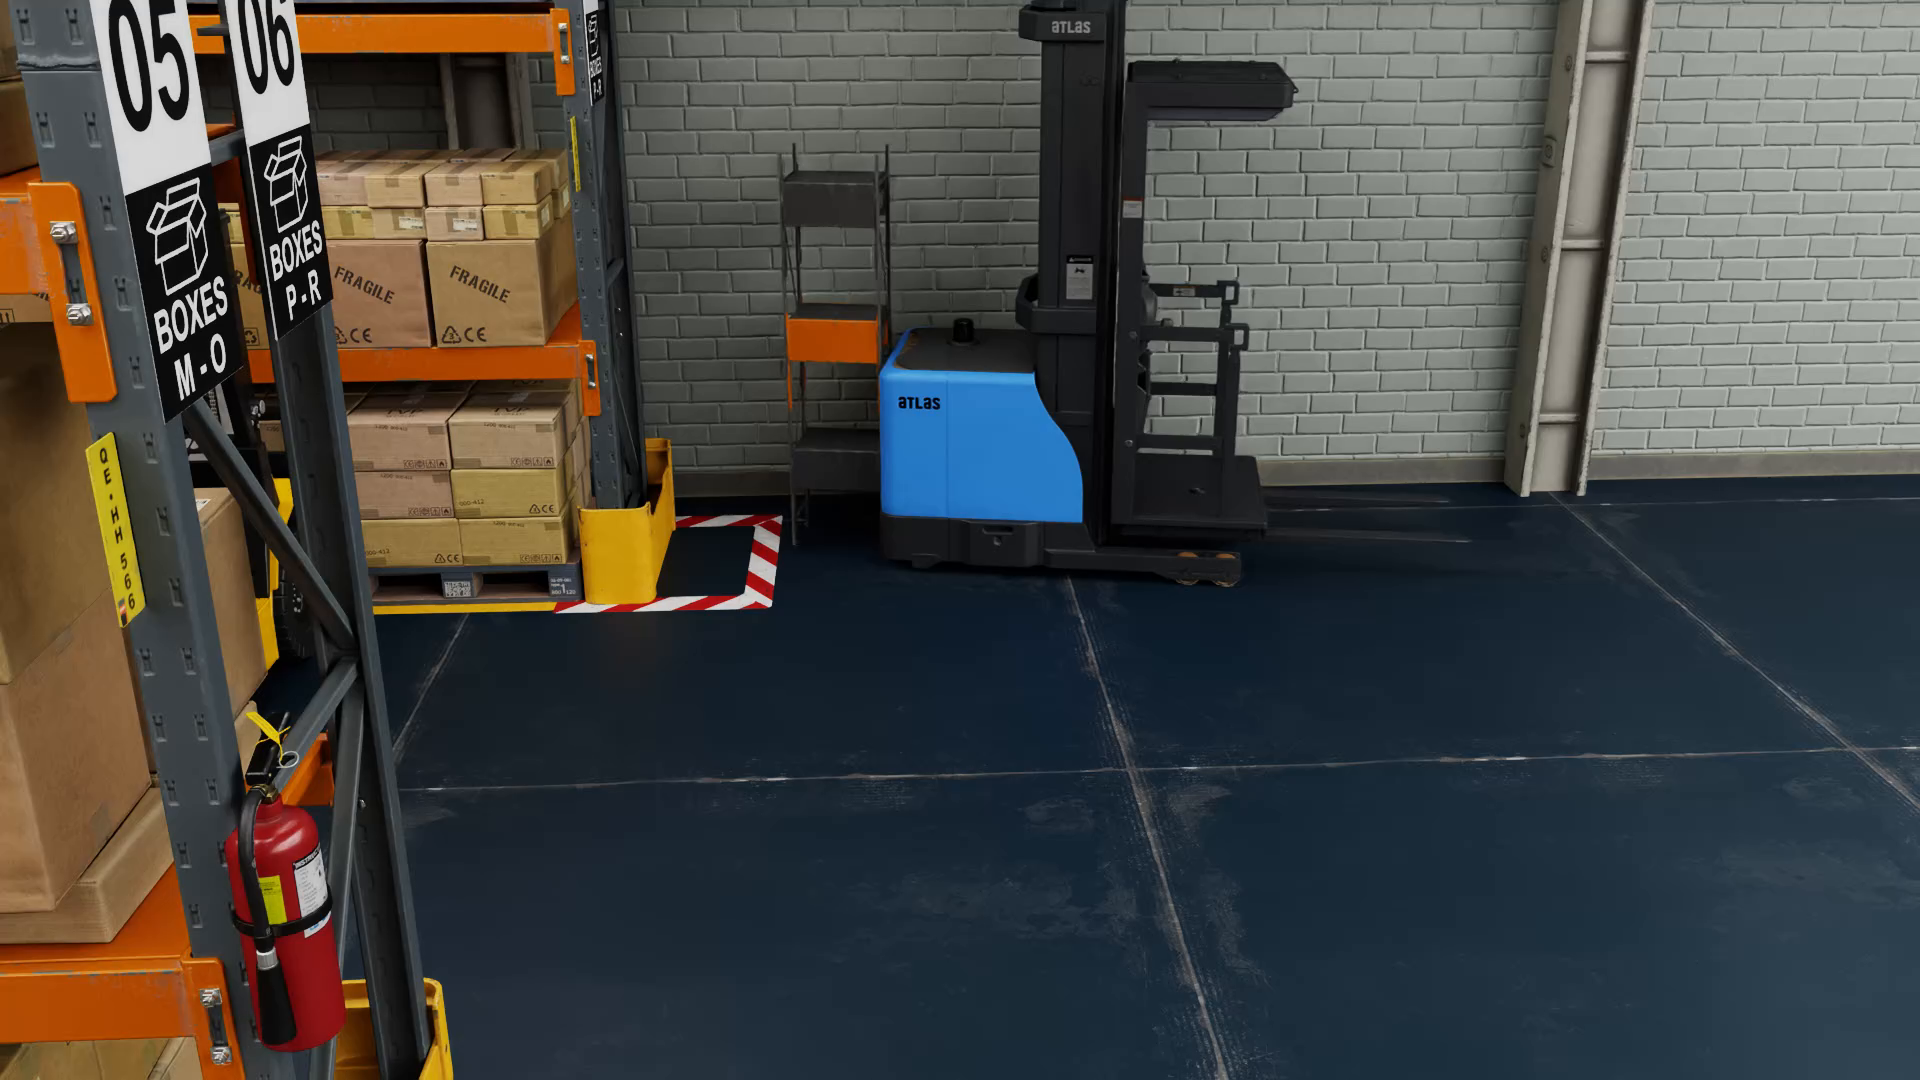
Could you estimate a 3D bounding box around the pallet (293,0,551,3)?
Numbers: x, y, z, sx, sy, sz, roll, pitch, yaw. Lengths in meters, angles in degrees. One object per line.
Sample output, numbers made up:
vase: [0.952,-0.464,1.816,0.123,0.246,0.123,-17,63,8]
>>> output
pallet: [-2.465,-2.643,7.757,1.213,0.211,1.003,-1,21,-3]

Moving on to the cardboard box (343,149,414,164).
cardboard box: [-2.879,-1.843,8.275,0.250,0.149,0.380,-1,21,-3]

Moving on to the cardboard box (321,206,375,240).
cardboard box: [-2.852,-1.531,7.875,0.250,0.149,0.380,-1,21,-3]

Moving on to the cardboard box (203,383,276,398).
cardboard box: [-3.759,-0.698,8.608,0.500,0.250,0.500,-2,21,-4]

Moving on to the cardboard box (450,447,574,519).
cardboard box: [-2.226,-0.312,8.296,0.500,0.250,0.500,-1,21,-4]

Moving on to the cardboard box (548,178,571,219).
cardboard box: [-2.111,-1.723,8.379,0.250,0.149,0.380,-2,21,-4]

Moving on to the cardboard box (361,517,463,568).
cardboard box: [-2.706,-0.071,8.365,0.500,0.250,0.500,-1,21,-3]

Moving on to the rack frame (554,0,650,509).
rack frame: [-1.758,-1.288,8.288,0.127,3.000,1.000,-1,21,-3]

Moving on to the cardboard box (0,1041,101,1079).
cardboard box: [-2.255,1.322,3.652,0.500,0.500,0.500,-1,21,-3]

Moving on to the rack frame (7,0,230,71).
rack frame: [-1.470,-2.329,2.590,0.127,3.000,1.000,-1,21,-3]

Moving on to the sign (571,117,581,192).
sign: [-1.740,-1.747,7.533,0.005,0.325,0.100,-1,21,-3]

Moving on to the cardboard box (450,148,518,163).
cardboard box: [-2.374,-1.863,8.328,0.250,0.149,0.380,0,21,-1]

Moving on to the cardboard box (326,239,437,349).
cardboard box: [-2.752,-1.224,7.980,0.500,0.500,0.500,-1,21,-1]

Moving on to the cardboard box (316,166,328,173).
cardboard box: [-3.114,-1.640,7.744,0.250,0.149,0.380,-1,21,-2]

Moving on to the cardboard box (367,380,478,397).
cardboard box: [-2.747,-0.713,8.646,0.500,0.250,0.500,-1,21,-3]

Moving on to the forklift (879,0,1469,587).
forklift: [1.128,-1.331,8.496,3.031,2.935,1.130,2,21,6]

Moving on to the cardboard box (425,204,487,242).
cardboard box: [-2.341,-1.516,7.834,0.250,0.149,0.380,-1,21,-2]

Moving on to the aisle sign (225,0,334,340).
aisle sign: [-1.426,-0.851,3.487,0.004,0.787,0.394,-1,21,-3]

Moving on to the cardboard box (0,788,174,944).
cardboard box: [-1.832,0.676,3.483,0.250,0.149,0.380,0,21,-1]

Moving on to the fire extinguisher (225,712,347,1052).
fire extinguisher: [-1.330,0.673,3.247,0.183,0.674,0.296,-1,21,-3]

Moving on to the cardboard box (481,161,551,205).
cardboard box: [-2.103,-1.695,7.887,0.250,0.149,0.380,-1,21,-3]

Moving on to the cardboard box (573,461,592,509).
cardboard box: [-2.259,-0.259,8.859,0.500,0.250,0.500,-1,21,-3]

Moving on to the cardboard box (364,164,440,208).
cardboard box: [-2.607,-1.664,7.805,0.250,0.149,0.380,-1,21,-2]

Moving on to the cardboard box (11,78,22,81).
cardboard box: [-1.820,-0.918,3.454,0.250,0.149,0.380,-1,21,-3]

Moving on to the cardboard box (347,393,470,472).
cardboard box: [-2.709,-0.534,8.177,0.500,0.250,0.500,-1,21,-2]

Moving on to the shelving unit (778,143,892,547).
shelving unit: [-0.637,-1.003,8.805,0.503,2.100,0.431,2,21,6]

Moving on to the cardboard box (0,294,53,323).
cardboard box: [-4.269,-1.197,7.909,0.500,0.500,0.500,-1,21,-4]

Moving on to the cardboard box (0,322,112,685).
cardboard box: [-1.968,-0.090,3.178,0.500,0.500,0.700,-2,21,-4]

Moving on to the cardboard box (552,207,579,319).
cardboard box: [-2.268,-1.423,8.503,0.500,0.500,0.500,0,21,-1]

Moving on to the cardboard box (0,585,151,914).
cardboard box: [-1.997,0.398,3.301,0.500,0.500,0.500,-2,21,-4]

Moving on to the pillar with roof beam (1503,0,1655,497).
pillar with roof beam: [3.732,-2.990,4.328,0.400,9.000,9.100,-1,21,-3]

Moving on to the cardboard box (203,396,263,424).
cardboard box: [-3.718,-0.513,8.121,0.500,0.250,0.500,-2,21,-4]

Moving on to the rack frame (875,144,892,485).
rack frame: [-0.394,-0.994,8.781,0.015,2.100,0.400,2,21,6]

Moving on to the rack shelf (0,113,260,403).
rack shelf: [-3.467,-0.550,3.145,4.000,0.370,1.077,-1,21,-3]

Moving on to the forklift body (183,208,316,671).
forklift body: [-3.547,-0.205,6.636,1.214,2.155,2.313,-1,21,-3]

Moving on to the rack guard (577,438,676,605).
rack guard: [-1.734,-0.120,8.735,0.348,0.500,1.175,-1,21,-3]

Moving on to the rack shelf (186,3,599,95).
rack shelf: [-3.754,-2.313,7.776,4.000,0.370,1.077,-1,21,-3]

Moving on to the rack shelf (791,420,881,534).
rack shelf: [-0.637,-0.336,9.059,0.480,0.518,0.431,2,21,6]
